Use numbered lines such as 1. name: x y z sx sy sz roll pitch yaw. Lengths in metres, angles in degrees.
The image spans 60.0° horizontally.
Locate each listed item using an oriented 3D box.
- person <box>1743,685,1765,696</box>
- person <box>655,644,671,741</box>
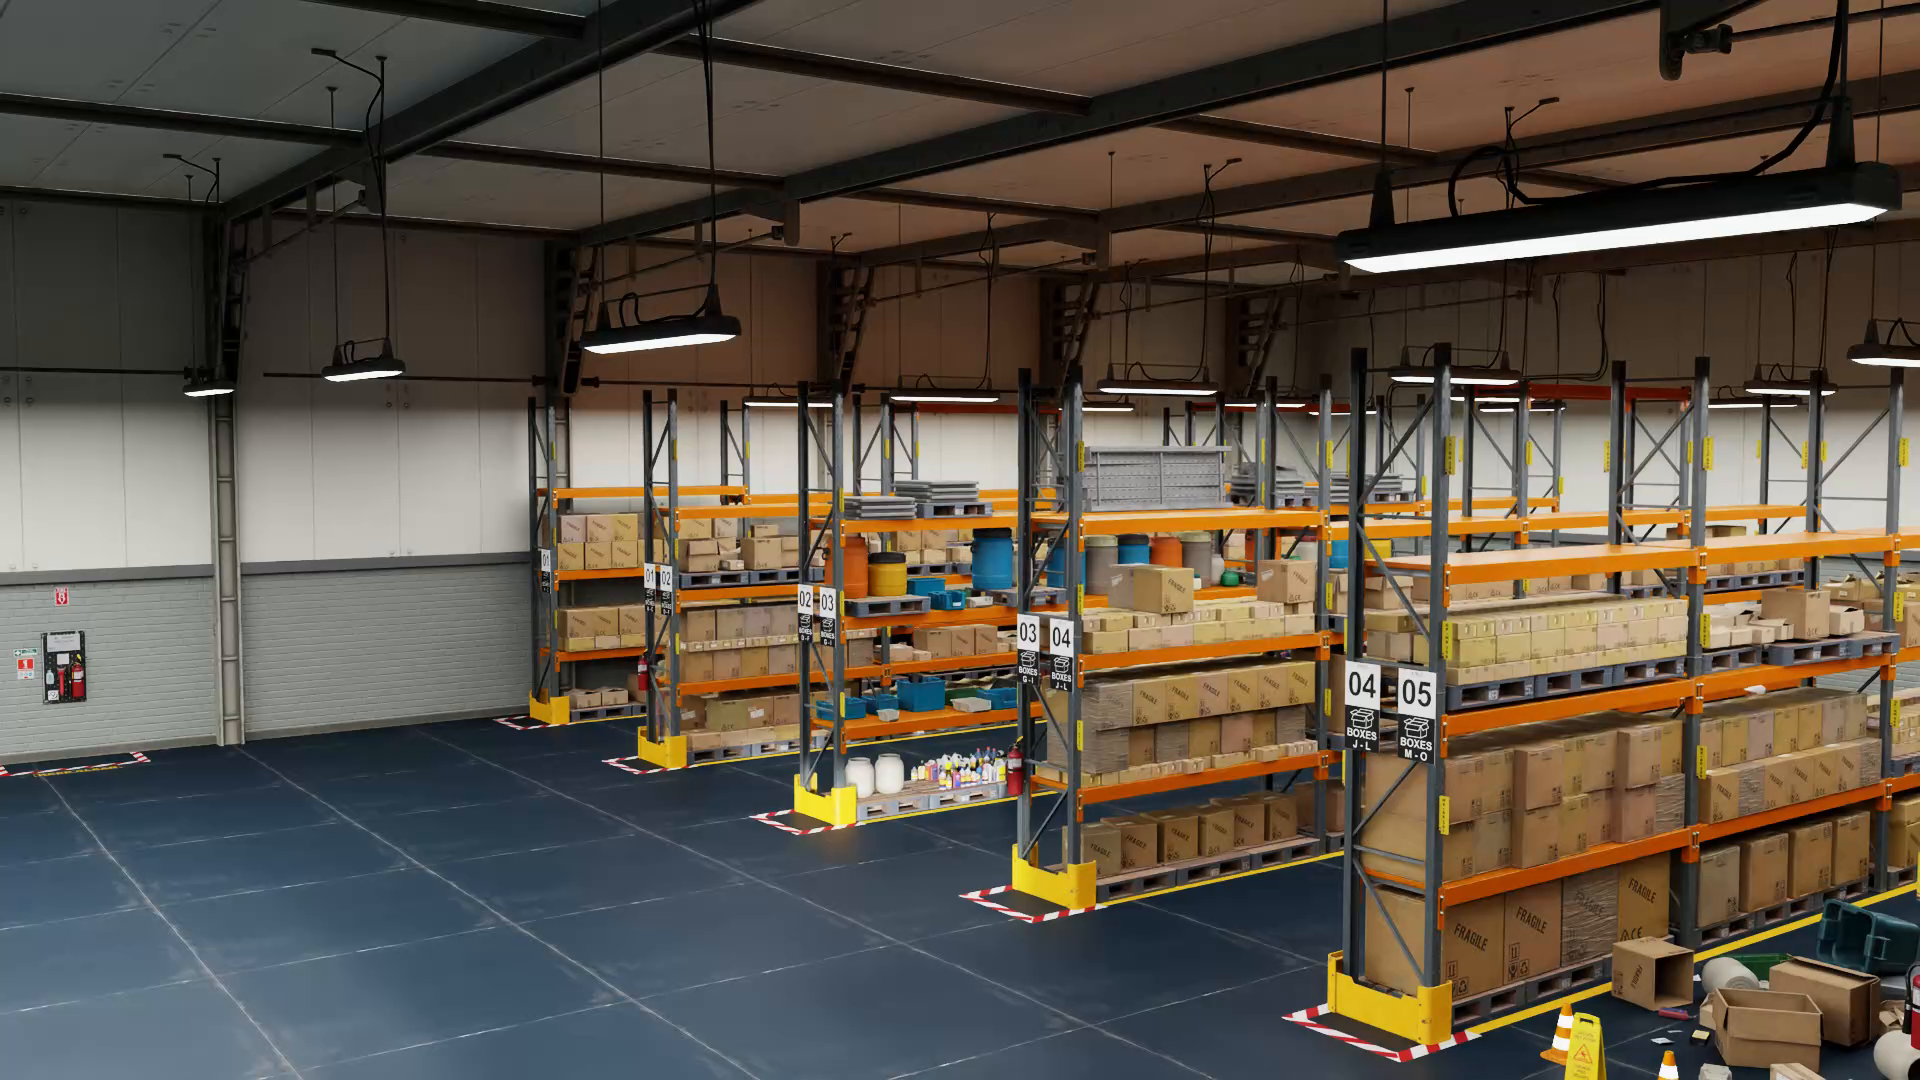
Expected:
1. person: 11.158 2.887 23.250 0.565 1.787 0.563 -1 4 -23
2. person: -5.106 2.645 28.640 0.562 1.708 0.383 -3 4 -37
